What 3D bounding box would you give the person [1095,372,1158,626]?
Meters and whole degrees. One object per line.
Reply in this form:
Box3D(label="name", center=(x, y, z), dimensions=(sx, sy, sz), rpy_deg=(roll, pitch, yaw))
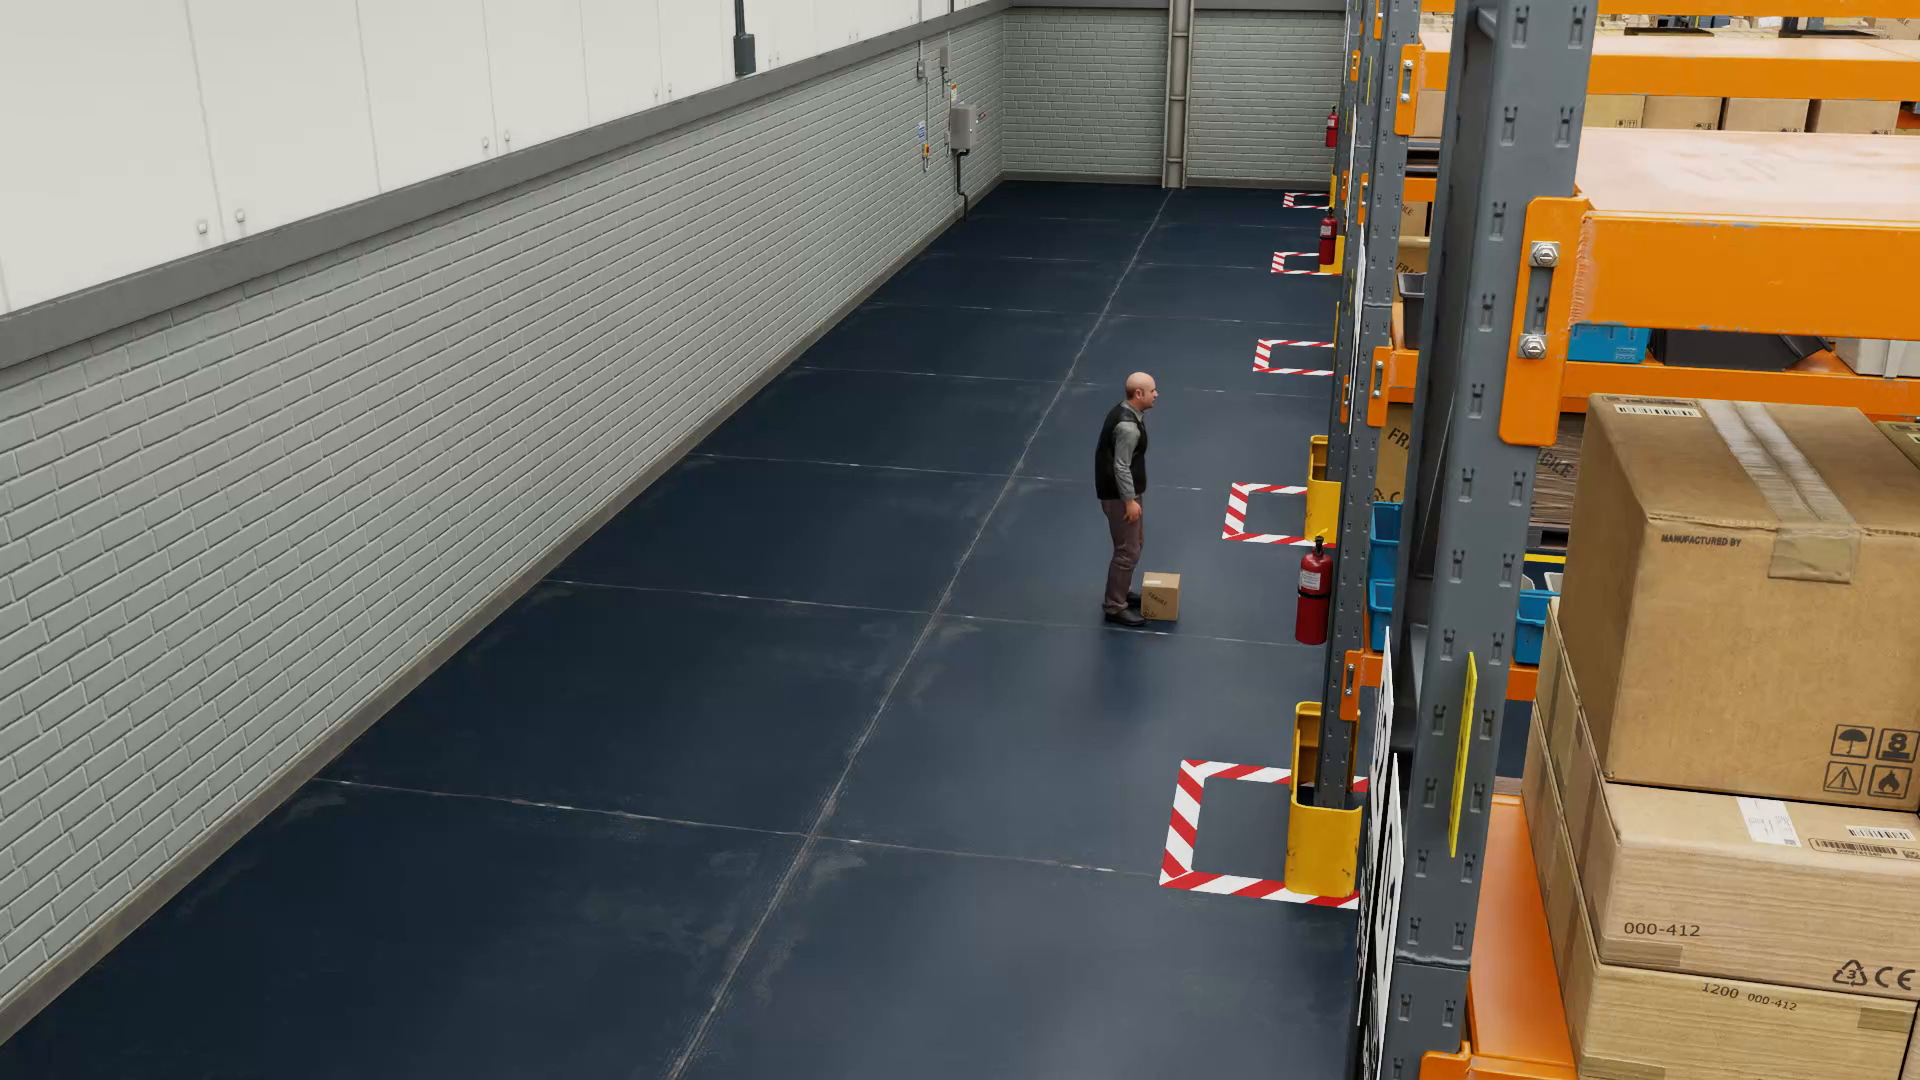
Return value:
Box3D(label="person", center=(1.129, -0.313, 11.414), dimensions=(0.417, 1.722, 0.593), rpy_deg=(3, 22, 8))
